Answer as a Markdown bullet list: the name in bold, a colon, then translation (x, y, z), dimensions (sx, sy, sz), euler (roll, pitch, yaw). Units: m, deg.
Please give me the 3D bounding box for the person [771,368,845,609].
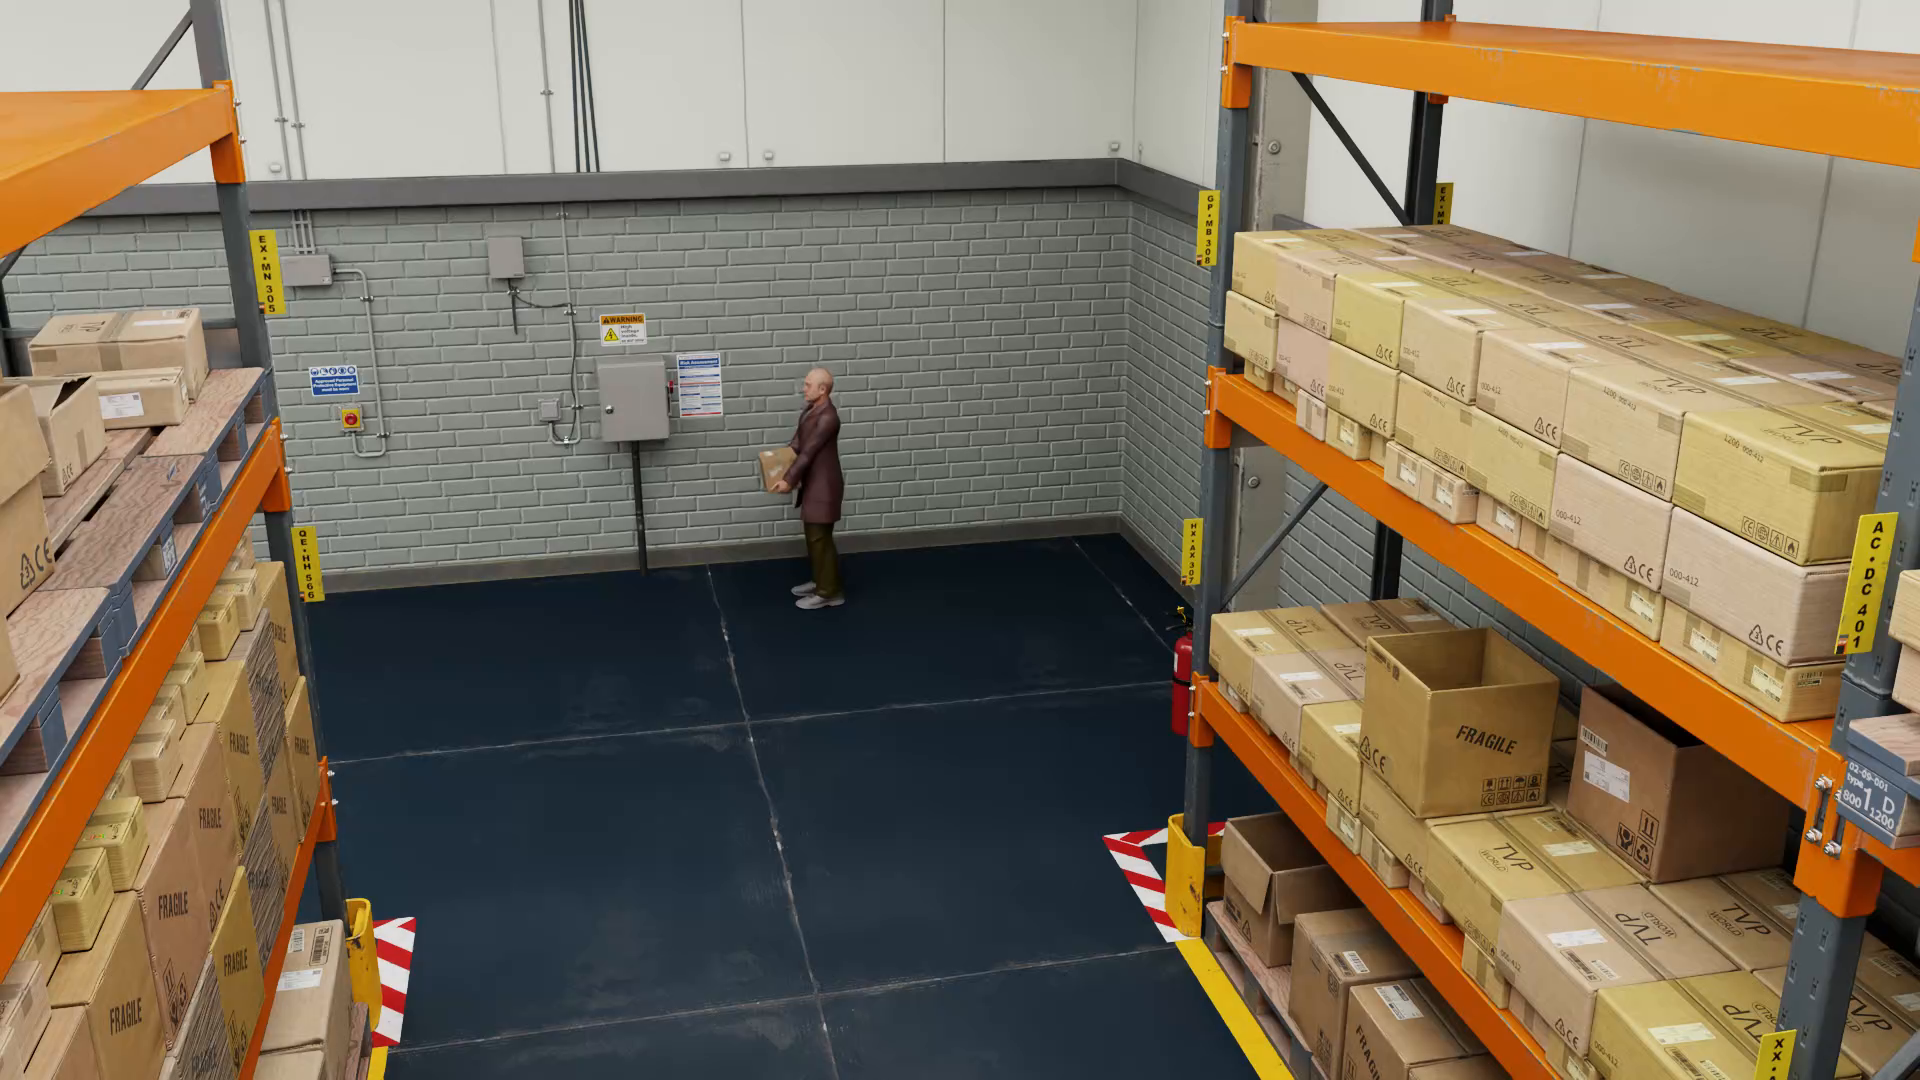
- **person**: translation (-1.129, -0.381, 12.183), dimensions (0.552, 1.780, 0.527), euler (-5, 20, -13)
